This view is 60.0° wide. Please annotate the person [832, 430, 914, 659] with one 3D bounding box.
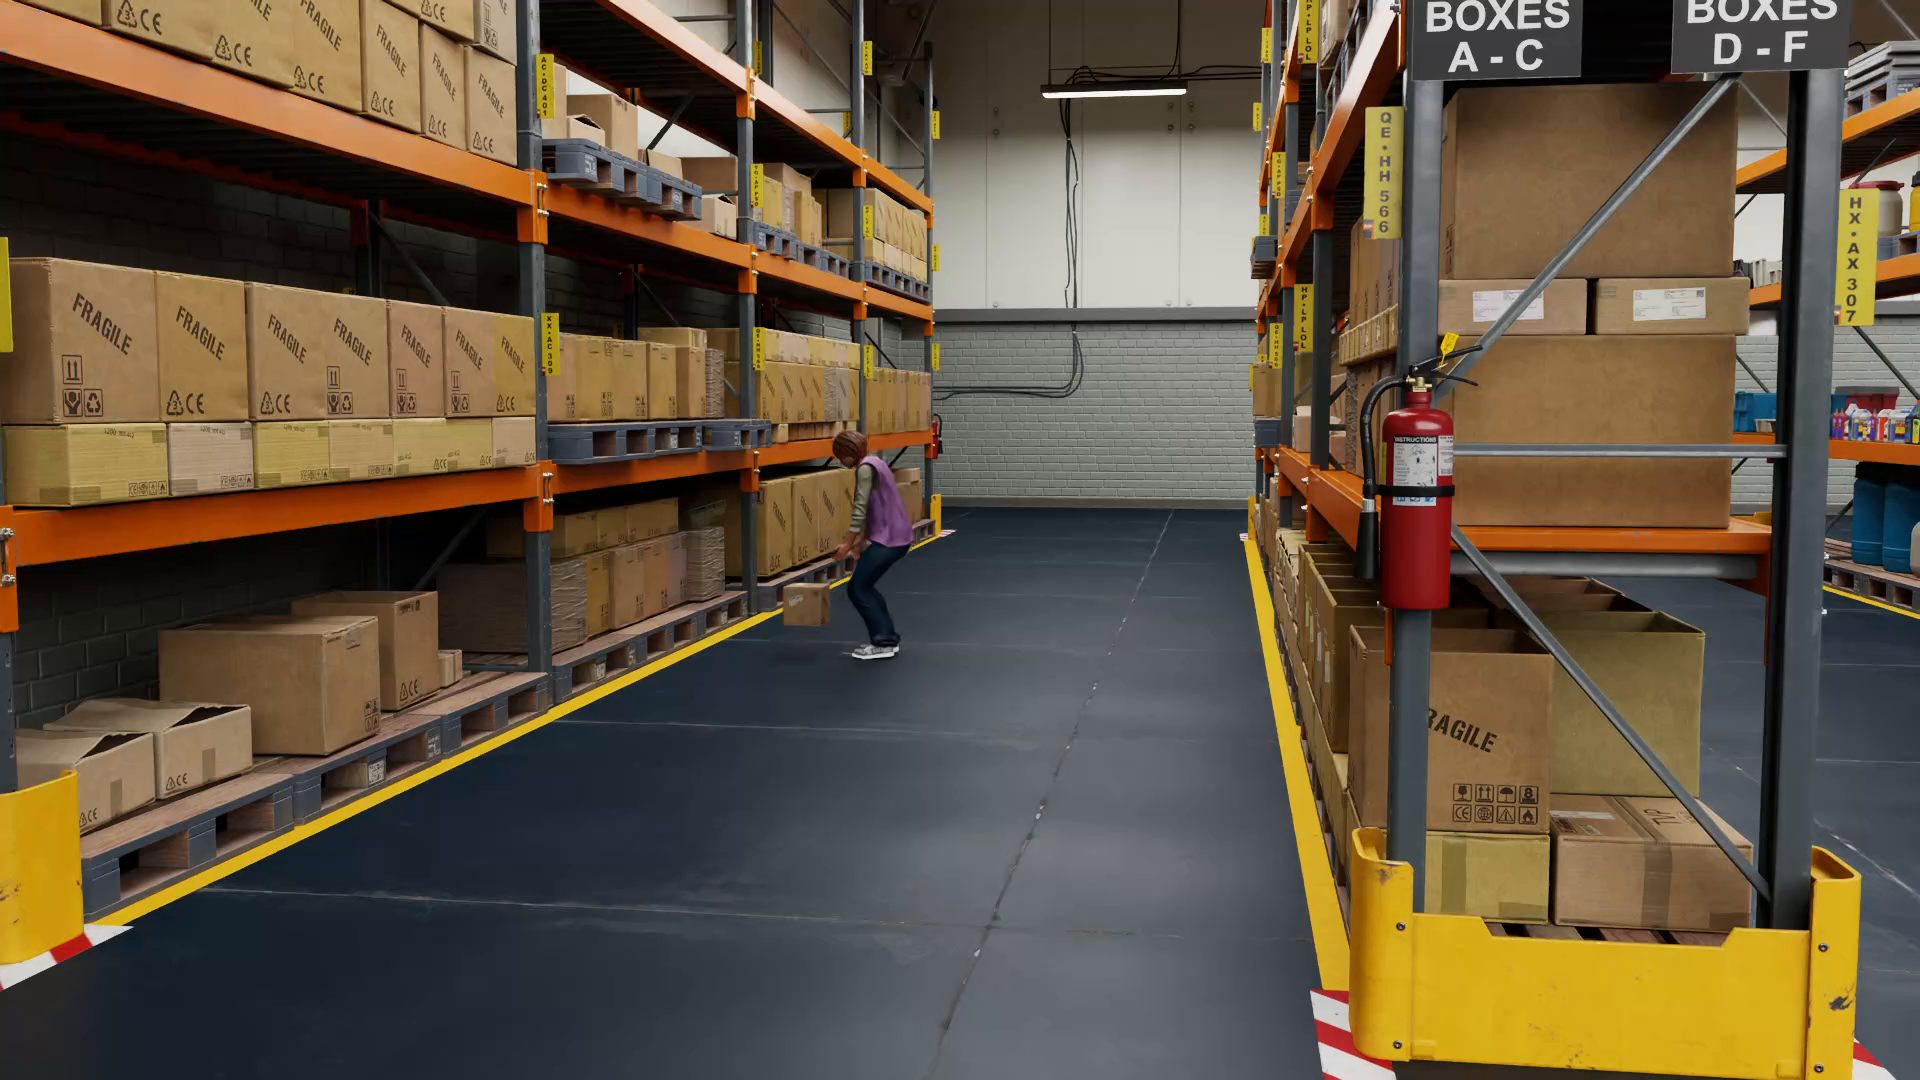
[{"bbox_3d":[-0.559,0.029,10.653,0.518,1.464,0.451,1,5,10],"label":"person"}]
